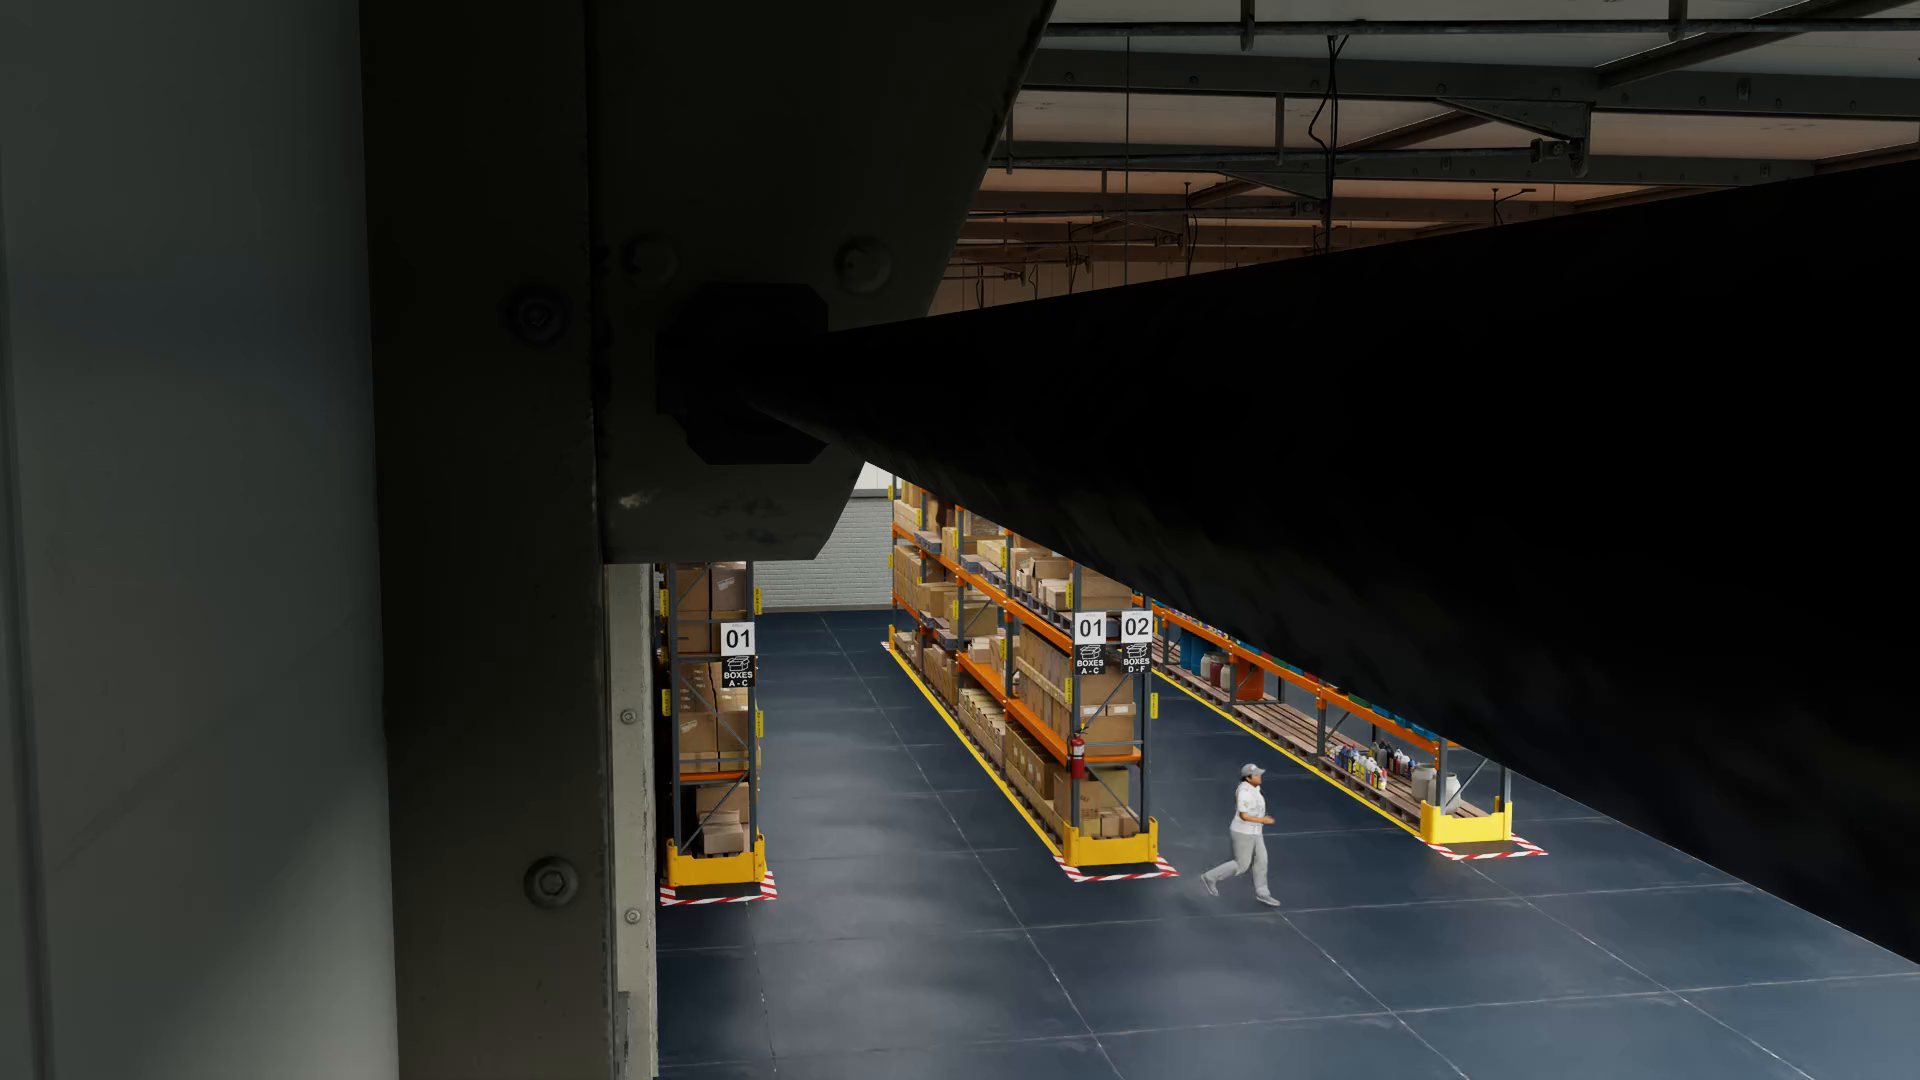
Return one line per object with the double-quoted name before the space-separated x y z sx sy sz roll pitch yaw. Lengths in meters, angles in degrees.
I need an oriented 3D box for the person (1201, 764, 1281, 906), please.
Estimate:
"person" 3.297 3.424 19.397 0.906 1.676 0.615 2 6 18
